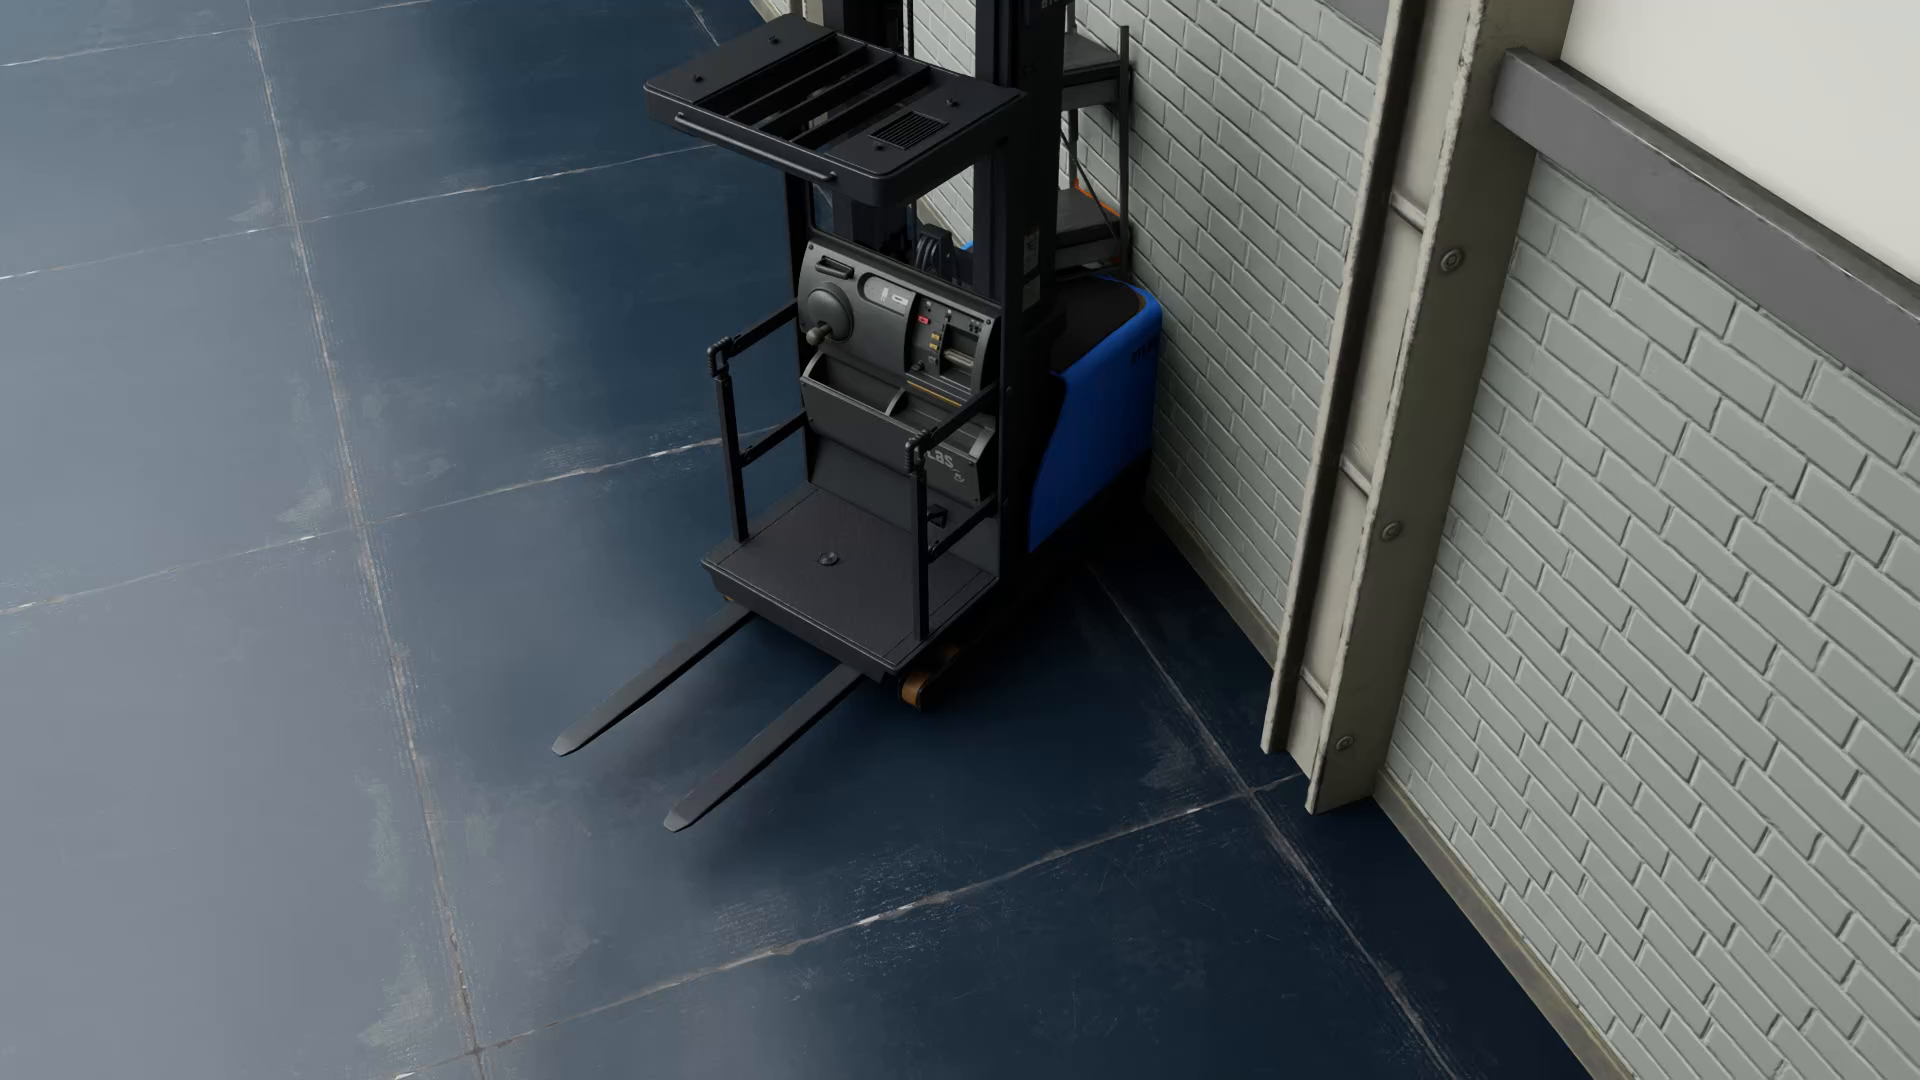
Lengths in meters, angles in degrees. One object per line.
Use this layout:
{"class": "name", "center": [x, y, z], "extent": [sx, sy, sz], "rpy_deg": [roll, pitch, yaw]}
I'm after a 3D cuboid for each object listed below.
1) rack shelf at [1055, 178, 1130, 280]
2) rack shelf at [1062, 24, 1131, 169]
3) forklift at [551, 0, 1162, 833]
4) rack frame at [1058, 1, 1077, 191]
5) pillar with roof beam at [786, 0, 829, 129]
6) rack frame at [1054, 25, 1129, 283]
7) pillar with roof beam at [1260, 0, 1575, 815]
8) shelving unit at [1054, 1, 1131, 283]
{"class": "rack shelf", "center": [0.461, -1.272, 7.493], "extent": [0.431, 0.518, 0.480], "rpy_deg": [-15, 34, -18]}
{"class": "rack shelf", "center": [0.426, -1.862, 7.119], "extent": [0.431, 0.518, 0.480], "rpy_deg": [-15, 34, -18]}
{"class": "forklift", "center": [-0.385, -0.786, 6.335], "extent": [1.130, 2.935, 3.031], "rpy_deg": [27, 47, 28]}
{"class": "rack frame", "center": [0.362, -1.399, 7.677], "extent": [0.400, 2.100, 0.015], "rpy_deg": [-15, 34, -18]}
{"class": "pillar with roof beam", "center": [-4.847, -5.045, 6.633], "extent": [9.100, 9.000, 0.400], "rpy_deg": [-15, 43, -17]}
{"class": "rack frame", "center": [0.557, -1.168, 7.295], "extent": [0.400, 2.100, 0.015], "rpy_deg": [-15, 34, -18]}
{"class": "pillar with roof beam", "center": [-2.552, -1.430, 2.430], "extent": [9.100, 9.000, 0.400], "rpy_deg": [-15, 43, -17]}
{"class": "shelving unit", "center": [0.460, -1.283, 7.486], "extent": [0.431, 2.100, 0.503], "rpy_deg": [-15, 34, -18]}
